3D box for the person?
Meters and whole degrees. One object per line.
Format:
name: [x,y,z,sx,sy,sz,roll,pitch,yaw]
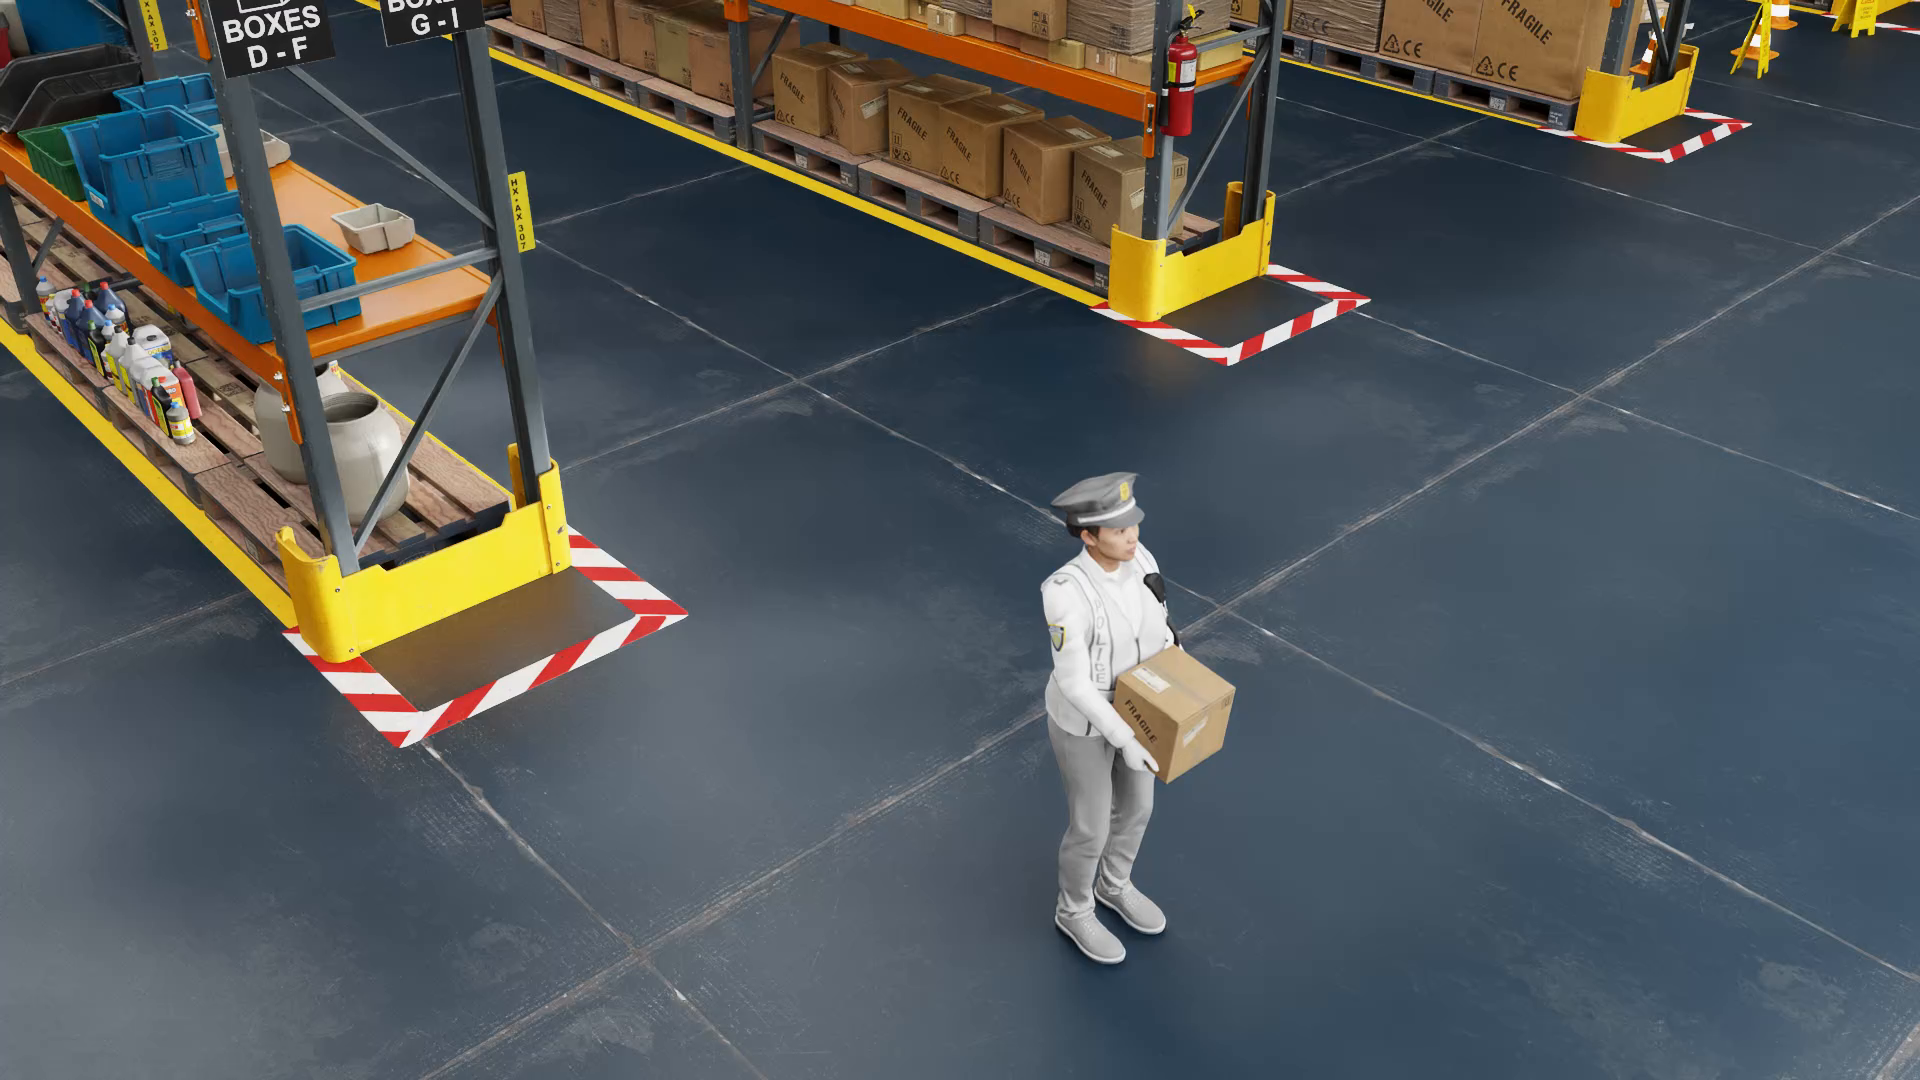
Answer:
person: [0.498,0.579,5.185,0.459,1.686,0.563,-25,40,-35]
